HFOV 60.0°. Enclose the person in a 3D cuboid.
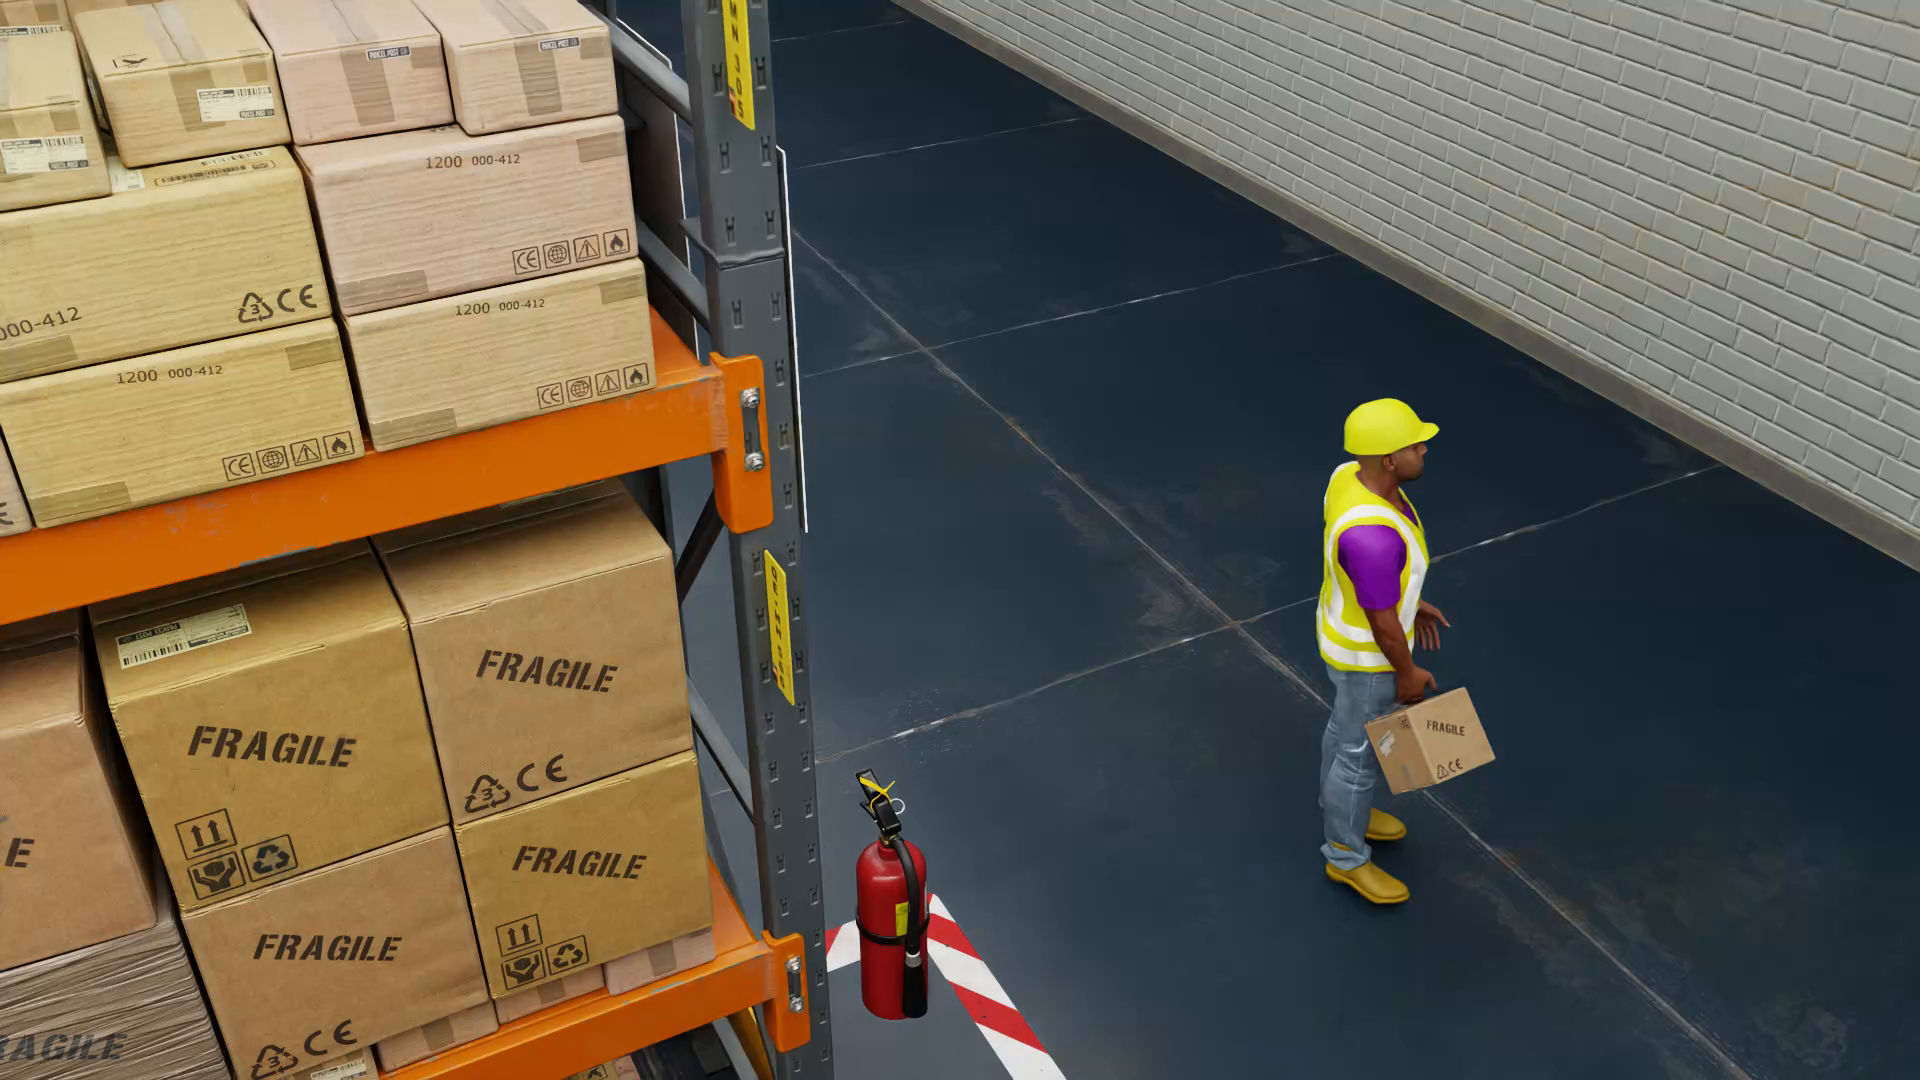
[{"bbox_3d":[1.403,0.356,5.535,0.476,1.777,0.598,4,33,7],"label":"person"}]
